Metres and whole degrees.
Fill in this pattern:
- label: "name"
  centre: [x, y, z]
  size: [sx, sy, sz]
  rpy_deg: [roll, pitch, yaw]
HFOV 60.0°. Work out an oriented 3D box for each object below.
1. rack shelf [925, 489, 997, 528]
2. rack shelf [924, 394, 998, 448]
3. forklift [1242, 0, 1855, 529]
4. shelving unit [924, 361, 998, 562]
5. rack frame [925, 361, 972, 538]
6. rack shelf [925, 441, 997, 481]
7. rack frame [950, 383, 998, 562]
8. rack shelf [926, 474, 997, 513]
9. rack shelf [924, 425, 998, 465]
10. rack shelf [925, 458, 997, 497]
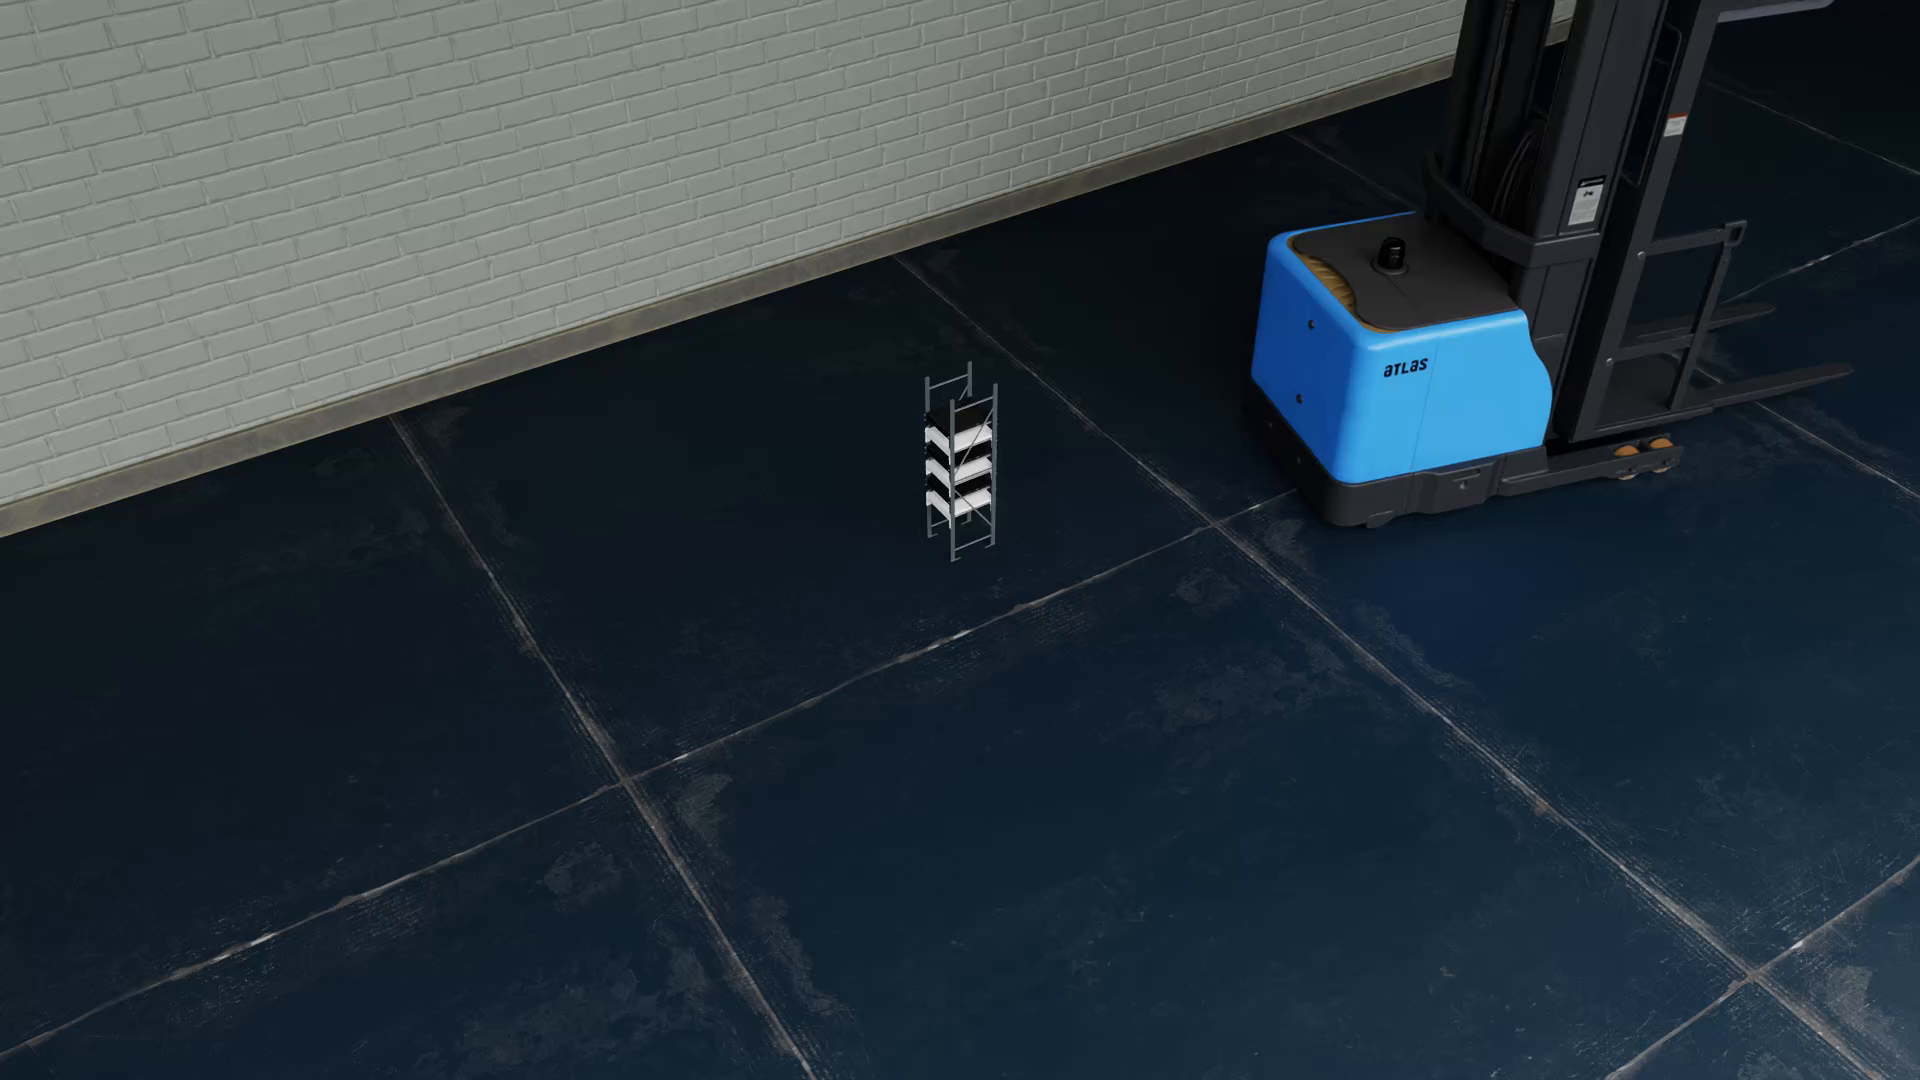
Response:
- label: "rack shelf"
  centre: [0.004, -0.177, 7.593]
  size: [0.258, 0.077, 0.200]
  rpy_deg: [-22, 45, -24]
- label: "rack shelf"
  centre: [0.004, -0.523, 7.305]
  size: [0.258, 0.077, 0.200]
  rpy_deg: [-22, 45, -24]
- label: "forklift"
  centre: [3.003, -1.729, 7.536]
  size: [3.031, 2.935, 1.130]
  rpy_deg: [-12, 41, -14]
- label: "shelving unit"
  centre: [0.004, -0.341, 7.457]
  size: [0.258, 0.900, 0.210]
  rpy_deg: [-22, 45, -24]
- label: "rack frame"
  centre: [-0.050, -0.396, 7.523]
  size: [0.240, 0.900, 0.006]
  rpy_deg: [-22, 45, -24]
- label: "rack shelf"
  centre: [0.004, -0.385, 7.420]
  size: [0.258, 0.077, 0.200]
  rpy_deg: [-22, 45, -24]
- label: "rack frame"
  centre: [0.059, -0.286, 7.391]
  size: [0.240, 0.900, 0.006]
  rpy_deg: [-22, 45, -24]
- label: "rack shelf"
  centre: [0.004, -0.247, 7.536]
  size: [0.258, 0.077, 0.200]
  rpy_deg: [-22, 45, -24]
- label: "rack shelf"
  centre: [0.004, -0.454, 7.363]
  size: [0.258, 0.077, 0.200]
  rpy_deg: [-22, 45, -24]
- label: "rack shelf"
  centre: [0.004, -0.316, 7.478]
  size: [0.258, 0.077, 0.200]
  rpy_deg: [-22, 45, -24]
